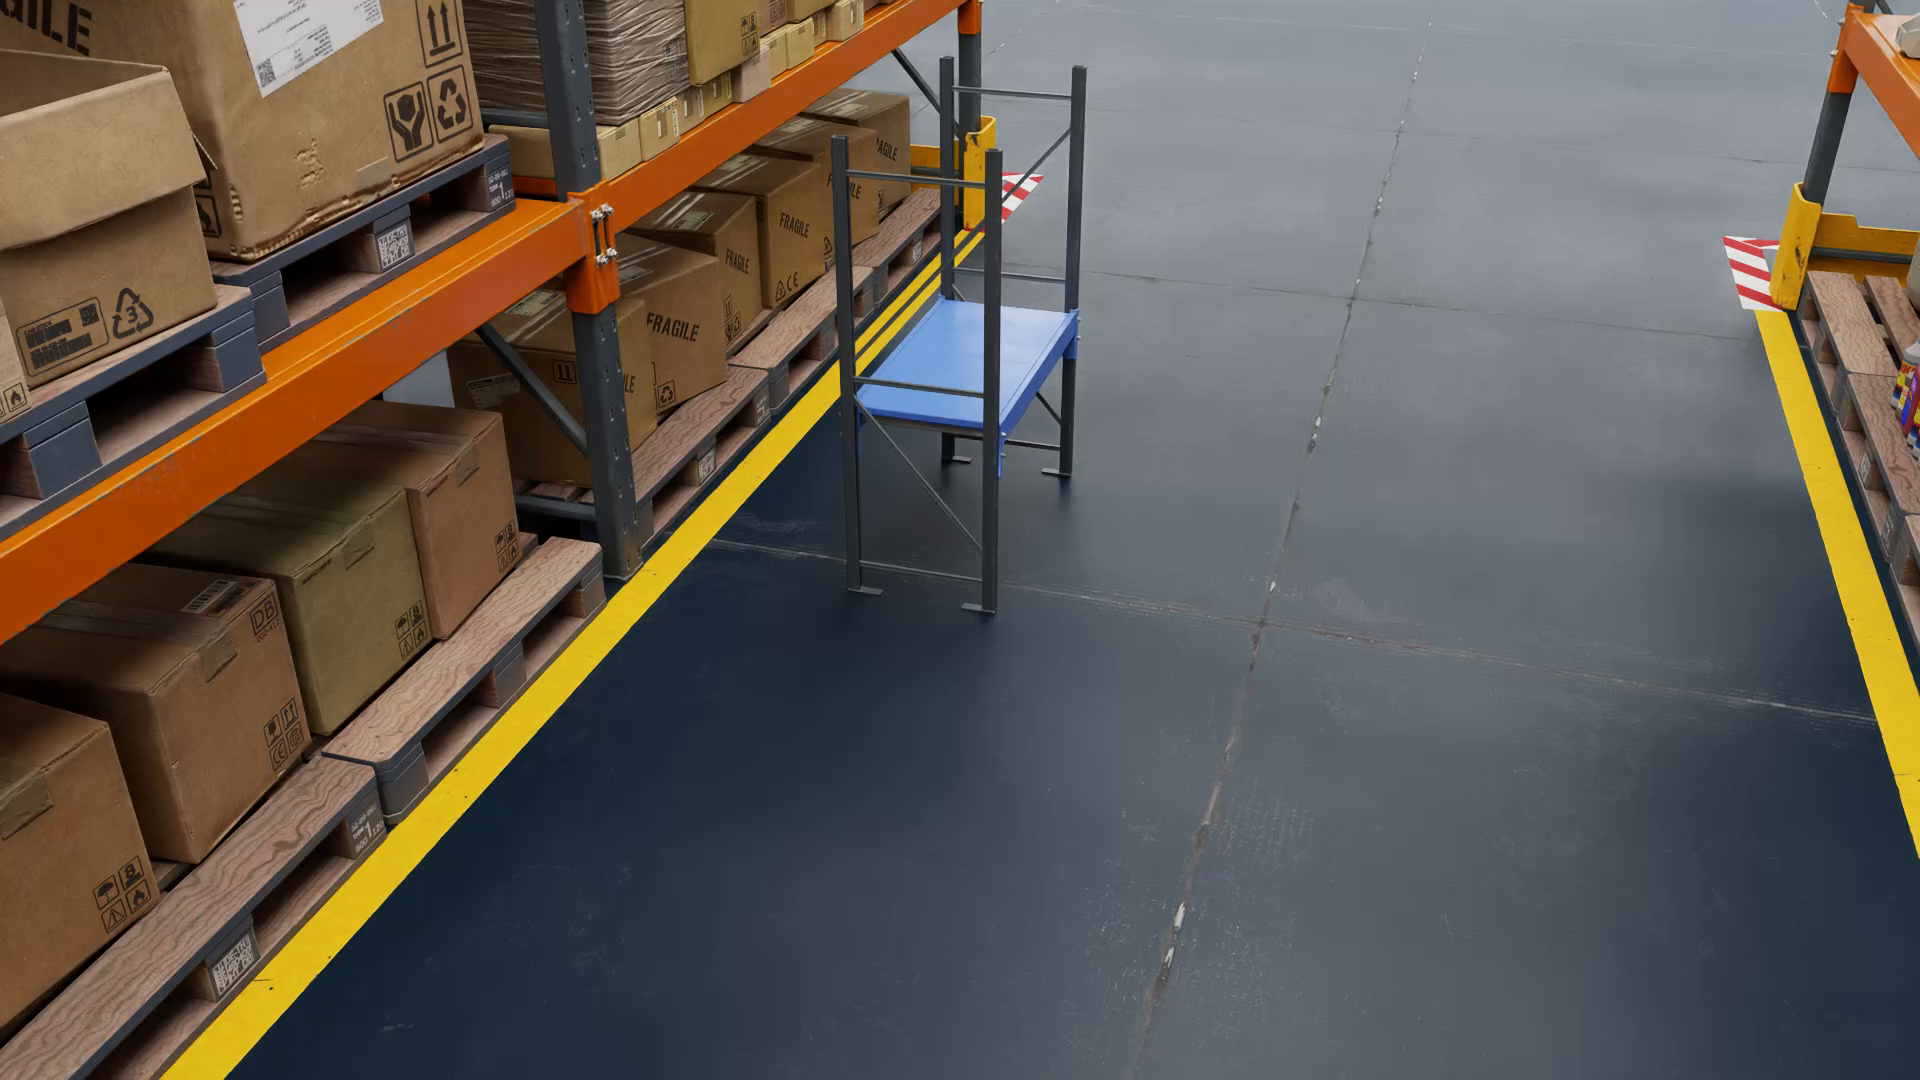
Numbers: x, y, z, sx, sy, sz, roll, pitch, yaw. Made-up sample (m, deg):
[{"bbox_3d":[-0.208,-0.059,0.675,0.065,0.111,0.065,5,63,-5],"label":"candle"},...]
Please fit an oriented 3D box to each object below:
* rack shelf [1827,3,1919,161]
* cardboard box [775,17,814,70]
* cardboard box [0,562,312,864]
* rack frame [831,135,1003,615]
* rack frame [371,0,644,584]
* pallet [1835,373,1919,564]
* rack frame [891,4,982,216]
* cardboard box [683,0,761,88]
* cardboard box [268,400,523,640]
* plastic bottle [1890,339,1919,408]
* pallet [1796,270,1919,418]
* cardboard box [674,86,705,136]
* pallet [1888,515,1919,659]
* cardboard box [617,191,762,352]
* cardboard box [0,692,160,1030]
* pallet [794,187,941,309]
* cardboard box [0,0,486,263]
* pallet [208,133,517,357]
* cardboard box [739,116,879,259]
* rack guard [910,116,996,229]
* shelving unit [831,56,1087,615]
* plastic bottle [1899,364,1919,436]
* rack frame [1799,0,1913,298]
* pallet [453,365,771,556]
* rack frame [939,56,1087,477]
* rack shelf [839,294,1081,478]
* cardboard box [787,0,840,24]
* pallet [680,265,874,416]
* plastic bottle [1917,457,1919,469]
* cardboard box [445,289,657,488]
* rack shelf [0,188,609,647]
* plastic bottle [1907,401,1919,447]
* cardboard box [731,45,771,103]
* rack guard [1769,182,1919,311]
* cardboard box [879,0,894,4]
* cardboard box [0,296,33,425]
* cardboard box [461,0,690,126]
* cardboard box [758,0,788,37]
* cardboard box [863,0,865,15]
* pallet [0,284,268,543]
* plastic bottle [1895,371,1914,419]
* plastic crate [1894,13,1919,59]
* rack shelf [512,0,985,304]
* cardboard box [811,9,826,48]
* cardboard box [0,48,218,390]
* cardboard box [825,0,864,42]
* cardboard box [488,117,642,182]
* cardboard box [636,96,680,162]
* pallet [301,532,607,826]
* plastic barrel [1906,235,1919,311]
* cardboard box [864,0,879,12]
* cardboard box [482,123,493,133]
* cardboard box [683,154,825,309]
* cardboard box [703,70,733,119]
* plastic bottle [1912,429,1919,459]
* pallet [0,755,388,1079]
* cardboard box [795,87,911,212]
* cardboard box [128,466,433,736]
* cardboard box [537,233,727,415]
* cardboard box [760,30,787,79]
[{"bbox_3d":[3.762,-1.174,5.514,1.077,0.370,4.000,8,30,15],"label":"rack shelf"},{"bbox_3d":[-0.781,-1.912,6.359,0.380,0.149,0.250,8,30,15],"label":"cardboard box"},{"bbox_3d":[-2.082,0.396,4.071,0.700,0.500,0.500,6,30,11],"label":"cardboard box"},{"bbox_3d":[-0.124,-0.459,5.032,0.500,1.500,0.032,8,30,15],"label":"rack frame"},{"bbox_3d":[-1.559,-1.265,4.939,1.000,3.000,0.127,8,30,15],"label":"rack frame"},{"bbox_3d":[3.769,-0.215,5.919,1.003,0.211,1.213,8,30,15],"label":"pallet"},{"bbox_3d":[-0.385,-3.124,8.281,1.000,3.000,0.127,8,30,15],"label":"rack frame"},{"bbox_3d":[-1.188,-1.867,5.611,0.875,0.500,0.500,8,30,15],"label":"cardboard box"},{"bbox_3d":[-1.760,-0.083,4.932,0.700,0.500,0.500,6,30,11],"label":"cardboard box"},{"bbox_3d":[3.519,-0.619,6.132,0.097,0.271,0.097,0,29,0],"label":"plastic bottle"},{"bbox_3d":[4.129,-0.780,6.935,1.003,0.211,1.213,8,30,15],"label":"pallet"},{"bbox_3d":[-1.076,-1.447,5.524,0.380,0.149,0.250,8,30,15],"label":"cardboard box"},{"bbox_3d":[3.412,0.354,4.897,1.003,0.211,1.213,8,30,15],"label":"pallet"},{"bbox_3d":[-1.136,-1.104,6.788,0.500,0.500,0.500,6,30,10],"label":"cardboard box"},{"bbox_3d":[-2.246,0.655,3.605,0.700,0.500,0.500,11,31,19],"label":"cardboard box"},{"bbox_3d":[-0.680,-1.498,8.225,1.003,0.211,1.213,8,30,15],"label":"pallet"},{"bbox_3d":[-1.926,-1.362,4.063,1.000,1.000,1.000,9,30,15],"label":"cardboard box"},{"bbox_3d":[-1.923,-0.847,4.384,1.003,0.211,1.213,8,30,15],"label":"pallet"},{"bbox_3d":[-0.727,-1.645,7.761,0.500,0.500,0.500,17,33,28],"label":"cardboard box"},{"bbox_3d":[-0.408,-1.997,8.825,1.175,0.500,0.348,8,30,15],"label":"rack guard"},{"bbox_3d":[0.025,-0.695,5.457,0.538,1.500,1.048,8,30,15],"label":"shelving unit"},{"bbox_3d":[3.436,-0.522,5.944,0.061,0.283,0.133,9,30,16],"label":"plastic bottle"},{"bbox_3d":[4.350,-2.417,7.010,1.000,3.000,0.127,8,30,15],"label":"rack frame"},{"bbox_3d":[-1.396,-0.364,6.187,1.003,0.211,1.213,8,30,15],"label":"pallet"},{"bbox_3d":[0.174,-0.931,5.881,0.500,1.500,0.032,8,30,15],"label":"rack frame"},{"bbox_3d":[0.025,-0.538,5.544,0.538,0.185,1.000,8,30,15],"label":"rack shelf"},{"bbox_3d":[-0.951,-2.340,6.462,0.875,0.500,0.500,8,30,15],"label":"cardboard box"},{"bbox_3d":[-1.040,-0.933,7.210,1.003,0.211,1.213,8,30,15],"label":"pallet"},{"bbox_3d":[3.360,-0.337,5.696,0.097,0.201,0.097,0,29,0],"label":"plastic bottle"},{"bbox_3d":[-1.404,-0.537,5.768,0.500,0.500,0.500,8,30,13],"label":"cardboard box"},{"bbox_3d":[-2.146,-0.022,3.443,1.077,0.370,4.000,8,30,15],"label":"rack shelf"},{"bbox_3d":[3.419,-0.460,5.845,0.097,0.271,0.097,0,29,0],"label":"plastic bottle"},{"bbox_3d":[-0.899,-1.675,5.934,0.380,0.149,0.250,8,30,15],"label":"cardboard box"},{"bbox_3d":[4.372,-1.283,7.542,1.175,0.500,0.348,8,30,15],"label":"rack guard"},{"bbox_3d":[-0.458,-2.499,7.415,0.380,0.149,0.250,8,30,15],"label":"cardboard box"},{"bbox_3d":[-2.022,-0.270,2.873,0.500,0.250,0.500,8,30,13],"label":"cardboard box"},{"bbox_3d":[-1.368,-1.639,5.202,0.875,0.500,0.500,8,30,15],"label":"cardboard box"},{"bbox_3d":[-1.137,-2.113,6.055,0.875,0.500,0.500,8,30,15],"label":"cardboard box"},{"bbox_3d":[-0.623,-2.269,7.002,0.380,0.149,0.250,8,30,15],"label":"cardboard box"},{"bbox_3d":[-2.192,-0.248,3.308,1.003,0.211,1.213,8,30,15],"label":"pallet"},{"bbox_3d":[3.489,-0.541,6.062,0.097,0.201,0.097,0,29,0],"label":"plastic bottle"},{"bbox_3d":[3.779,-1.932,6.409,0.298,0.136,0.250,8,30,15],"label":"plastic crate"},{"bbox_3d":[-0.972,-1.880,6.785,1.077,0.370,4.000,8,30,15],"label":"rack shelf"},{"bbox_3d":[-0.751,-2.034,6.580,0.380,0.149,0.250,8,30,15],"label":"cardboard box"},{"bbox_3d":[-1.980,-0.675,3.340,0.797,0.503,0.637,12,31,20],"label":"cardboard box"},{"bbox_3d":[-0.611,-2.140,6.771,0.380,0.149,0.250,8,30,15],"label":"cardboard box"},{"bbox_3d":[-1.209,-1.213,5.103,0.380,0.149,0.250,8,30,15],"label":"cardboard box"},{"bbox_3d":[-1.123,-1.327,5.308,0.380,0.149,0.250,8,30,15],"label":"cardboard box"},{"bbox_3d":[-1.786,0.315,4.966,1.003,0.211,1.213,8,30,15],"label":"pallet"},{"bbox_3d":[4.229,-1.197,6.943,0.421,0.512,0.421,0,29,0],"label":"plastic barrel"},{"bbox_3d":[-0.571,-2.389,7.217,0.380,0.149,0.250,8,30,15],"label":"cardboard box"},{"bbox_3d":[-1.695,-1.412,5.462,0.380,0.149,0.250,8,30,15],"label":"cardboard box"},{"bbox_3d":[-0.929,-1.357,7.243,0.500,0.500,0.500,11,31,20],"label":"cardboard box"},{"bbox_3d":[-1.012,-1.565,5.735,0.380,0.149,0.250,8,30,15],"label":"cardboard box"},{"bbox_3d":[3.389,-0.414,5.762,0.097,0.271,0.097,0,29,0],"label":"plastic bottle"},{"bbox_3d":[-2.143,0.884,3.944,1.003,0.211,1.213,8,30,15],"label":"pallet"},{"bbox_3d":[-0.585,-1.928,8.269,0.500,0.500,0.500,14,32,24],"label":"cardboard box"},{"bbox_3d":[-1.918,0.136,4.539,0.700,0.500,0.500,8,30,15],"label":"cardboard box"},{"bbox_3d":[-1.243,-0.804,6.249,0.500,0.500,0.500,19,34,30],"label":"cardboard box"},{"bbox_3d":[-0.865,-1.797,6.153,0.380,0.149,0.250,8,30,15],"label":"cardboard box"}]
